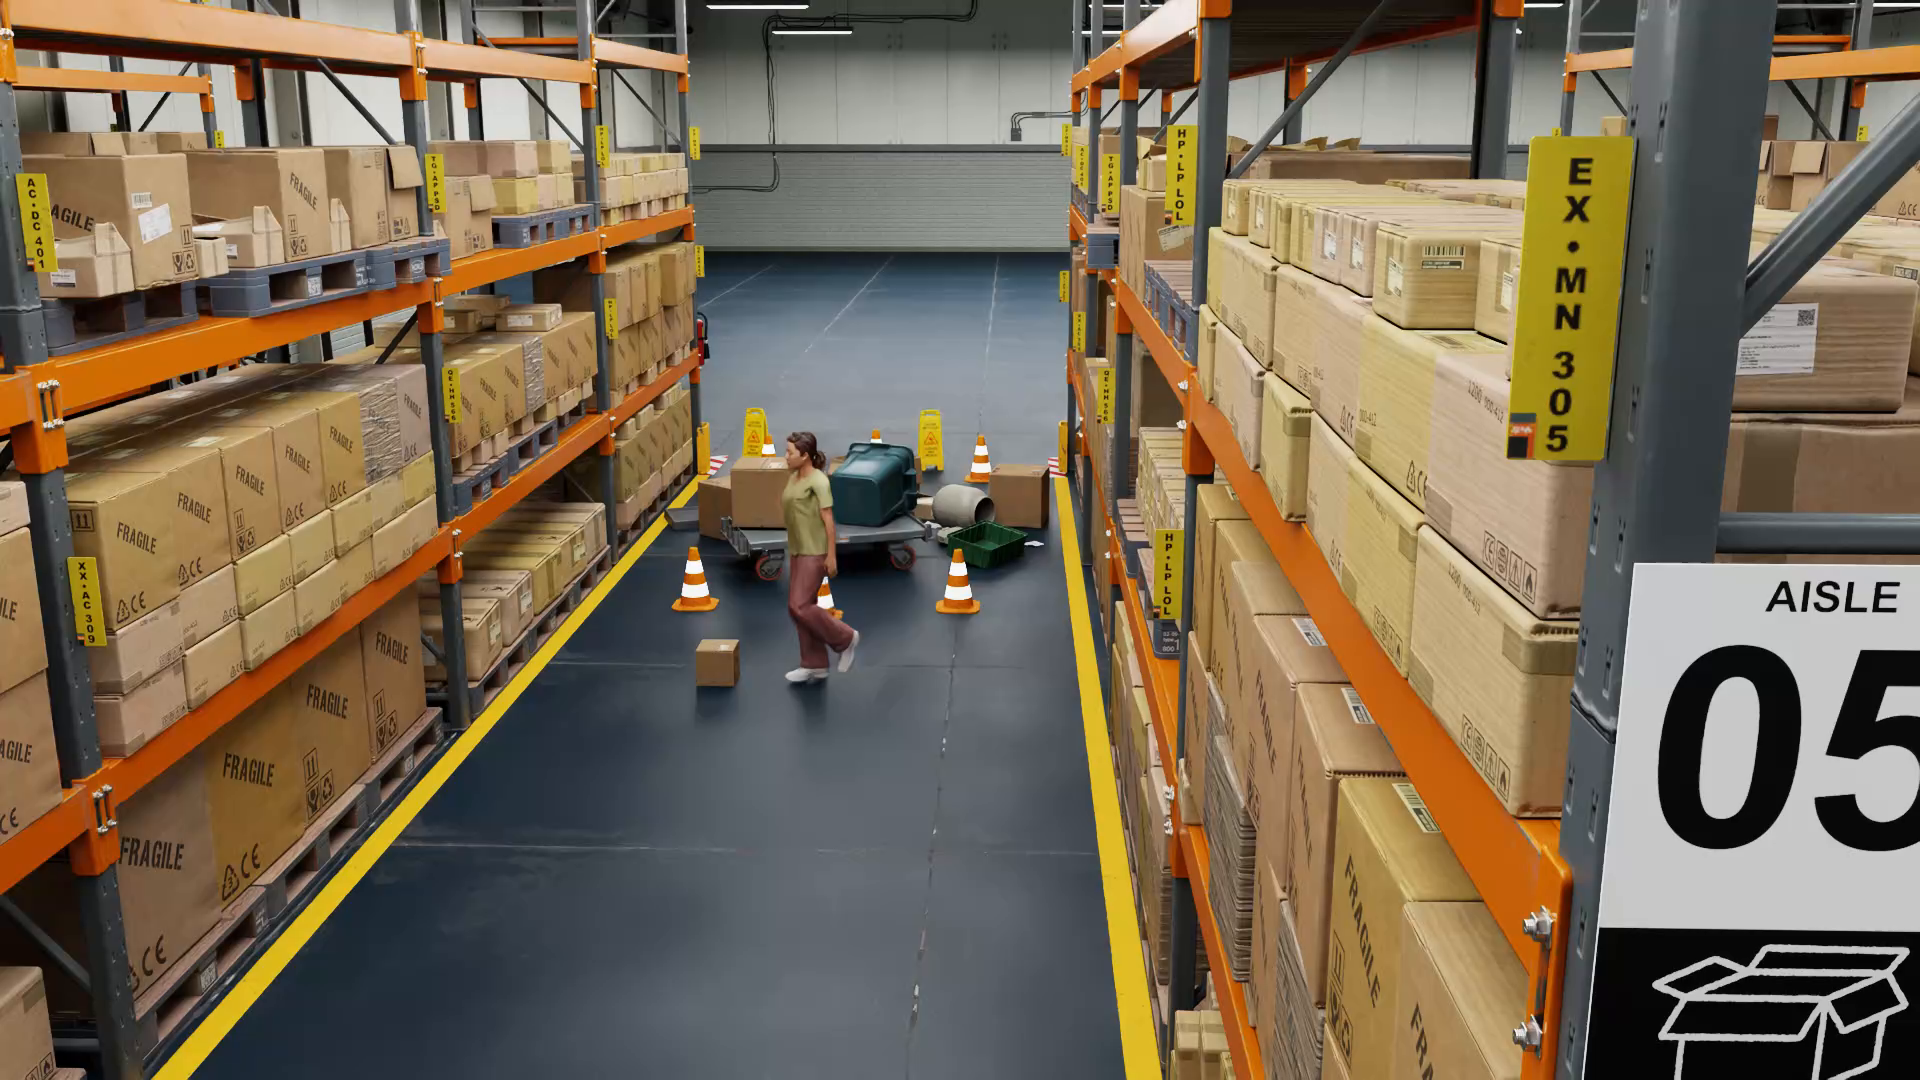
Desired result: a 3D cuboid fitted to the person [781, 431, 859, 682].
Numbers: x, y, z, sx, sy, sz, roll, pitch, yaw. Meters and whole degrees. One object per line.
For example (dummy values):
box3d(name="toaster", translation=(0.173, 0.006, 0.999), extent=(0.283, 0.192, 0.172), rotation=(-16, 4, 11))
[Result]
box3d(name="person", translation=(-0.981, 0.099, 11.023), extent=(0.503, 1.667, 0.503), rotation=(-8, 16, -30))
